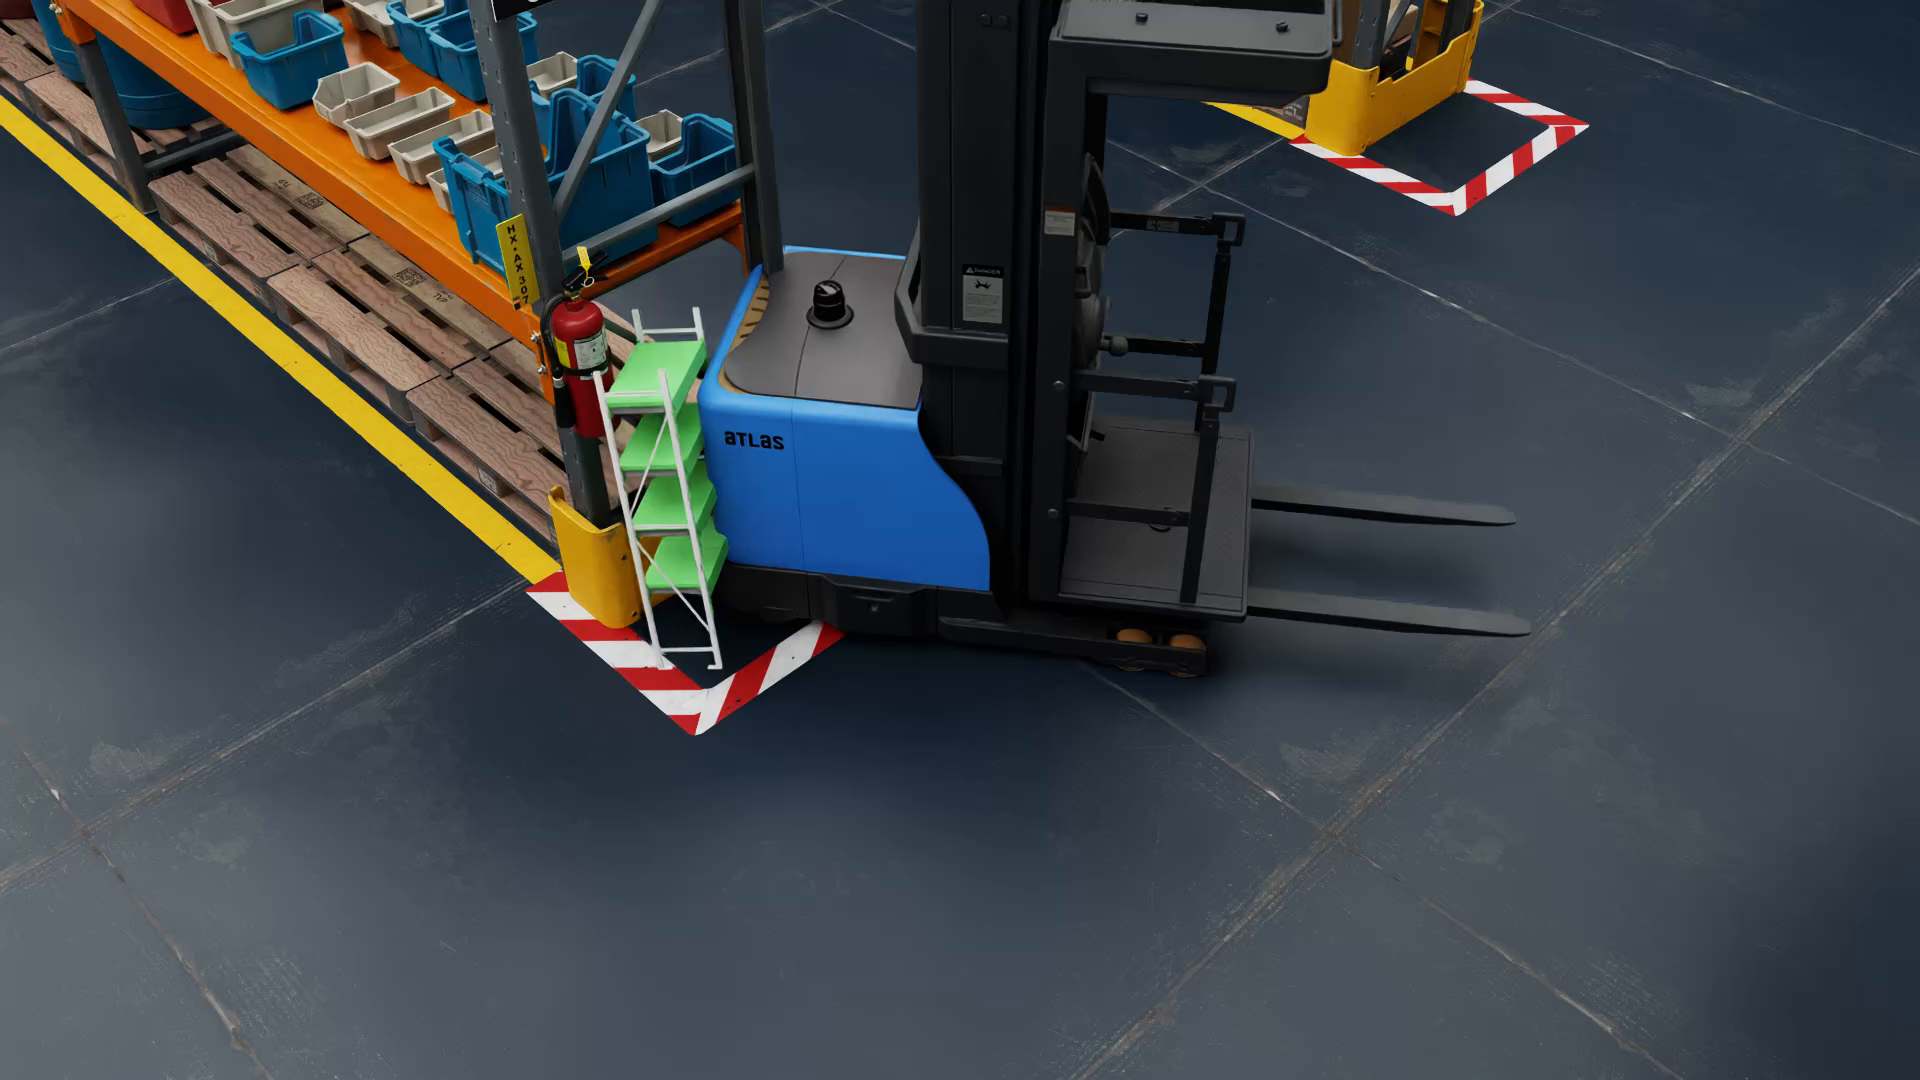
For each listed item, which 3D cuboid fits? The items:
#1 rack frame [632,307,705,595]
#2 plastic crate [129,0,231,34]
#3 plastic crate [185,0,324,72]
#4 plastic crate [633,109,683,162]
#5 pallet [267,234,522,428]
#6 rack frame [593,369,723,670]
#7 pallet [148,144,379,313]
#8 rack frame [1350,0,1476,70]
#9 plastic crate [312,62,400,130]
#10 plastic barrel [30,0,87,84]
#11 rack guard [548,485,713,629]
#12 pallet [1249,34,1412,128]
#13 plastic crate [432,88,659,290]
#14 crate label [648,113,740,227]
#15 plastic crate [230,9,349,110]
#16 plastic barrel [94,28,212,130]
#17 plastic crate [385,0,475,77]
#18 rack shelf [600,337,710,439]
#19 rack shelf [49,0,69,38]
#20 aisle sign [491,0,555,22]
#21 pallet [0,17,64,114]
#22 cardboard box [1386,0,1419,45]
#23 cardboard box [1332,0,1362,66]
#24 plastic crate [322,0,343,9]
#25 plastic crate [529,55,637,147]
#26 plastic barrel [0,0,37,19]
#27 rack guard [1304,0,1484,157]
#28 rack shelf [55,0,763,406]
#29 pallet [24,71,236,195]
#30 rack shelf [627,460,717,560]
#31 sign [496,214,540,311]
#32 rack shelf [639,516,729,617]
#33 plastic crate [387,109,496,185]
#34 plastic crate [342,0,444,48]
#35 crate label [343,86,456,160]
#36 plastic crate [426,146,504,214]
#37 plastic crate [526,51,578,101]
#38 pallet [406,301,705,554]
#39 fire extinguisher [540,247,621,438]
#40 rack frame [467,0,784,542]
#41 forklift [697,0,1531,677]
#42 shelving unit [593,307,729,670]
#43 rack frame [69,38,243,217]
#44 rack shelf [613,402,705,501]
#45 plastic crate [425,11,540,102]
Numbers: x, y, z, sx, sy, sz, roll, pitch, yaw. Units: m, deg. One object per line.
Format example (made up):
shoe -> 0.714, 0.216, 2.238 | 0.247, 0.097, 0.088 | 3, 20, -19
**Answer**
rack frame -> -0.984, -0.301, 6.140 | 0.240, 1.200, 0.015 | -1, 32, 7
plastic crate -> -3.425, -2.528, 7.184 | 0.402, 0.464, 0.583 | -34, 53, -31
plastic crate -> -2.930, -2.188, 6.951 | 0.437, 0.282, 0.530 | -34, 53, -31
plastic crate -> -1.162, -1.505, 6.318 | 0.250, 0.136, 0.298 | -34, 53, -31
pallet -> -2.465, -1.086, 7.770 | 1.003, 0.211, 1.213 | -34, 53, -31
rack frame -> -1.029, -0.042, 5.729 | 0.240, 1.200, 0.015 | -1, 32, 7
pallet -> -3.331, -1.673, 8.405 | 1.003, 0.211, 1.213 | -34, 53, -31
rack frame -> 2.457, -3.482, 8.308 | 1.000, 3.000, 0.127 | -34, 53, -31
plastic crate -> -2.388, -1.741, 6.574 | 0.298, 0.136, 0.250 | -34, 53, -31
plastic barrel -> -4.750, -3.025, 9.050 | 0.600, 0.901, 0.708 | -34, 53, -31
rack guard -> -1.027, -0.186, 6.583 | 1.175, 0.500, 0.348 | -34, 53, -31
pallet -> 1.839, -2.877, 9.708 | 1.003, 0.211, 1.213 | -34, 53, -31
plastic crate -> -1.422, -1.216, 5.785 | 0.616, 0.435, 0.499 | -34, 53, -31
crate label -> -0.994, -1.346, 6.076 | 0.416, 0.233, 0.303 | -34, 53, -31
plastic crate -> -2.685, -1.934, 6.712 | 0.416, 0.233, 0.300 | -34, 53, -31
plastic barrel -> -4.250, -2.685, 8.682 | 0.600, 0.901, 0.708 | -34, 53, -31
plastic crate -> -2.136, -2.123, 6.917 | 0.416, 0.233, 0.300 | -34, 53, -31
rack shelf -> -1.041, -0.524, 5.716 | 0.258, 0.148, 0.480 | -1, 32, 7
rack shelf -> -5.290, -3.728, 9.105 | 1.077, 0.370, 4.000 | -34, 53, -31
aisle sign -> -1.210, -1.889, 4.669 | 0.394, 0.787, 0.004 | -34, 53, -31
pallet -> -5.259, -2.984, 9.824 | 1.003, 0.211, 1.213 | -34, 53, -31
cardboard box -> 2.404, -2.962, 9.522 | 0.380, 0.149, 0.250 | -34, 53, -31
cardboard box -> 1.898, -2.868, 9.162 | 0.500, 0.500, 0.500 | -34, 53, -31
plastic crate -> -2.897, -2.543, 7.451 | 0.437, 0.125, 0.590 | -34, 53, -31
plastic crate -> -1.459, -1.663, 6.418 | 0.416, 0.233, 0.300 | -34, 53, -31
plastic barrel -> -5.548, -3.453, 9.744 | 0.600, 0.588, 0.708 | -34, 53, -31
rack guard -> 2.403, -2.600, 9.195 | 1.175, 0.500, 0.348 | -34, 53, -31
rack shelf -> -2.465, -1.806, 7.025 | 1.077, 0.370, 4.000 | -34, 53, -31
pallet -> -4.393, -2.398, 9.190 | 1.003, 0.211, 1.213 | -34, 53, -31
rack shelf -> -1.001, -0.118, 5.968 | 0.258, 0.148, 0.480 | -1, 32, 7
sign -> -1.431, -0.898, 5.391 | 0.100, 0.325, 0.005 | -34, 53, -31
rack shelf -> -0.982, 0.086, 6.094 | 0.258, 0.148, 0.480 | -1, 32, 7
plastic crate -> -1.952, -1.486, 6.298 | 0.396, 0.136, 0.243 | -34, 53, -31
plastic crate -> -2.435, -2.264, 7.140 | 0.293, 0.136, 0.466 | -34, 53, -31
crate label -> -2.166, -1.608, 6.430 | 0.396, 0.136, 0.243 | -34, 53, -31
plastic crate -> -1.757, -1.340, 6.140 | 0.396, 0.136, 0.243 | -34, 53, -31
plastic crate -> -1.641, -1.831, 6.671 | 0.250, 0.136, 0.298 | -34, 53, -31
pallet -> -1.608, -0.500, 7.136 | 1.003, 0.211, 1.213 | -34, 53, -31
fire extinguisher -> -1.268, -0.654, 5.579 | 0.296, 0.674, 0.183 | -34, 53, -31
rack frame -> -1.053, -1.109, 5.740 | 1.000, 3.000, 0.127 | -34, 53, -31
forklift -> 0.635, -0.954, 5.623 | 3.031, 2.935, 1.130 | 6, 43, 7
shelving unit -> -1.007, -0.172, 5.934 | 0.258, 1.200, 0.503 | -1, 32, 7
rack frame -> -3.878, -3.032, 7.820 | 1.000, 3.000, 0.127 | -34, 53, -31
rack shelf -> -1.021, -0.321, 5.842 | 0.258, 0.148, 0.480 | -1, 32, 7
plastic crate -> -1.924, -1.979, 6.761 | 0.416, 0.233, 0.300 | -34, 53, -31
